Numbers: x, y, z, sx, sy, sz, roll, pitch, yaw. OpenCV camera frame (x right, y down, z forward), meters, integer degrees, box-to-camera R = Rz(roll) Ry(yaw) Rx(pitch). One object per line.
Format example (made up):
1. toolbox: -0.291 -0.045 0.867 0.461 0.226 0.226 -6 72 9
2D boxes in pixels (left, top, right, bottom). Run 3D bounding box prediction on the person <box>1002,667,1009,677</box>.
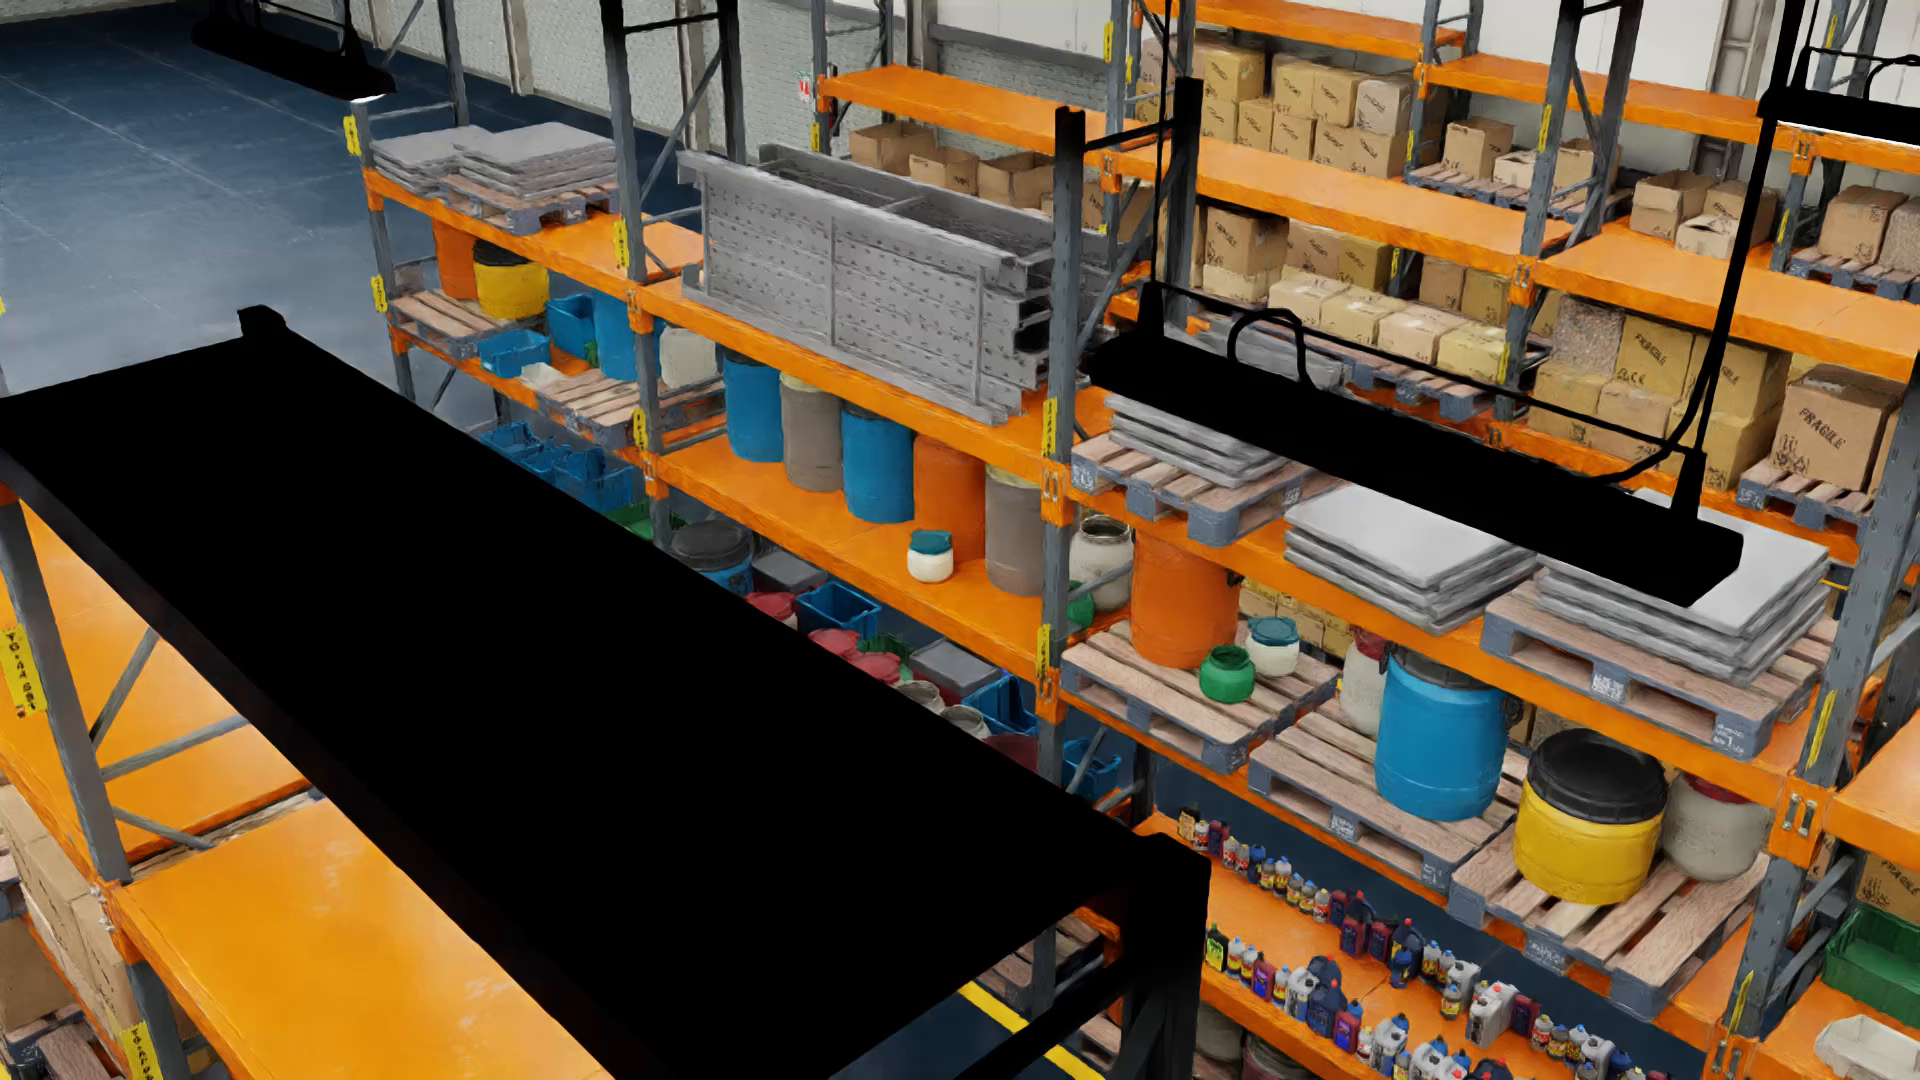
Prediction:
1. person: 0.177 1.456 12.451 0.504 1.593 0.945 -12 30 -21
